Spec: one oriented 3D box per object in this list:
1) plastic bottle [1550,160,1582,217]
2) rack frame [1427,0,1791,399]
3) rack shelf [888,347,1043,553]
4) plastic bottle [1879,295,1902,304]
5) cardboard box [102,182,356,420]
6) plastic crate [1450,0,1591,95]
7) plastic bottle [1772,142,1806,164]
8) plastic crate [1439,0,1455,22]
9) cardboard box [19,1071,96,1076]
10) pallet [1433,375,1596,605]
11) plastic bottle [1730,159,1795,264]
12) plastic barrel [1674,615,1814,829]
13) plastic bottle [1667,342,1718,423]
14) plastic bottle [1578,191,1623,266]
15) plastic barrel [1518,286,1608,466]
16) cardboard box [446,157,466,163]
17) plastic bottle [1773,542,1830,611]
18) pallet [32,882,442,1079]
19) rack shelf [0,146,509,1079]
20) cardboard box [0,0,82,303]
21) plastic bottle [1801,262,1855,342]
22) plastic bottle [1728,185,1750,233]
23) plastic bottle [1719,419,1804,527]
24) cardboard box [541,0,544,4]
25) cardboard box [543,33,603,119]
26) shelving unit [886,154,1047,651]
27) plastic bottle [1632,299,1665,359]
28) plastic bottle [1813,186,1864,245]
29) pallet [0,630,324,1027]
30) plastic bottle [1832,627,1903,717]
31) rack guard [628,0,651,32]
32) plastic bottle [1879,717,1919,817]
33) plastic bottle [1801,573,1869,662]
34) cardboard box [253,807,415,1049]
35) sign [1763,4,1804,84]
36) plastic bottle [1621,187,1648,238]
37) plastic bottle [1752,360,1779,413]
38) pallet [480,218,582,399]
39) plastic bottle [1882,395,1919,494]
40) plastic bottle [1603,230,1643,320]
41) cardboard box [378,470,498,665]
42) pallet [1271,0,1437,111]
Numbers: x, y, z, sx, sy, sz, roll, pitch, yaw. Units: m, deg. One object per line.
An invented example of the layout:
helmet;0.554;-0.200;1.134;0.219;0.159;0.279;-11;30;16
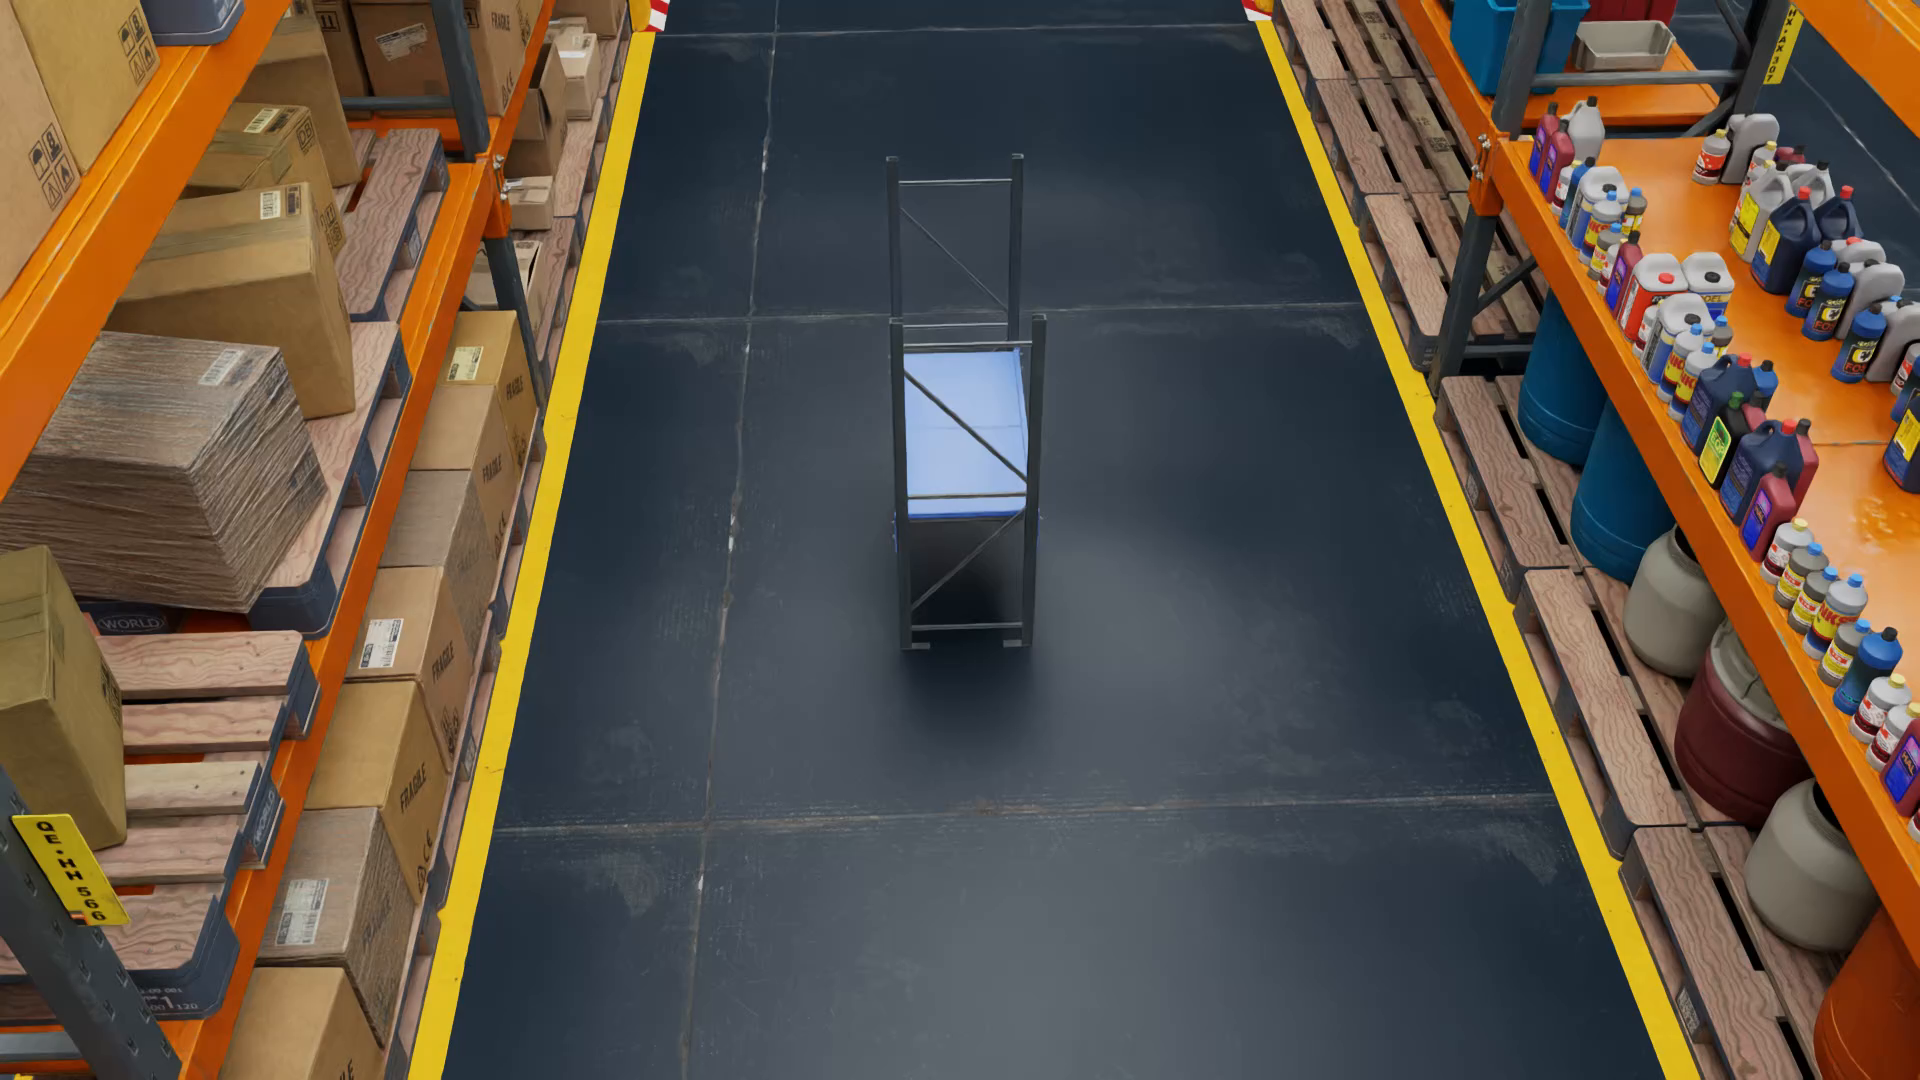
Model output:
plastic bottle;2.235;-1.293;6.087;0.097;0.201;0.097;0;43;0
rack frame;2.617;-1.793;6.486;1.000;3.000;0.127;-2;43;-2
rack shelf;0.004;-0.363;6.302;0.538;0.185;1.000;-2;43;-2
plastic bottle;3.031;-0.708;5.449;0.097;0.201;0.097;0;43;0
cardboard box;-2.196;-0.654;4.859;0.700;0.500;0.500;-12;44;-13
plastic crate;2.256;-2.115;6.804;0.392;0.384;0.575;-2;43;-2
plastic bottle;3.012;-1.338;6.077;0.061;0.283;0.133;-2;43;-2
plastic crate;2.301;-2.462;7.375;0.437;0.125;0.590;-2;43;-2
cardboard box;-2.437;1.182;4.765;0.500;0.500;0.500;0;43;0
pallet;2.608;-0.243;6.859;1.003;0.211;1.213;-2;43;-2
plastic bottle;2.839;-1.160;5.832;0.144;0.351;0.185;-2;43;-2
plastic barrel;2.701;0.549;5.405;0.600;0.588;0.708;-2;43;-2
plastic bottle;2.287;-0.496;5.166;0.097;0.271;0.097;0;43;0
plastic bottle;2.249;-1.096;5.821;0.097;0.271;0.097;0;43;0
plastic barrel;2.623;-0.807;6.652;0.600;0.901;0.708;-2;43;-2
cardboard box;-2.672;-1.707;8.057;0.500;0.311;0.500;-2;43;-2
plastic bottle;2.322;0.091;4.578;0.097;0.201;0.097;0;43;0
pallet;-2.156;1.570;4.881;1.003;0.211;1.213;-2;43;-2
rack shelf;-2.247;-0.038;5.104;1.077;0.370;4.000;-2;43;-2
cardboard box;-2.236;-0.733;3.036;0.910;0.500;0.500;-2;43;-2
plastic bottle;2.875;-0.795;5.492;0.097;0.271;0.097;0;43;0
plastic bottle;2.848;-1.200;5.986;0.097;0.201;0.097;0;43;0
plastic bottle;2.329;-0.216;4.802;0.144;0.351;0.185;-2;43;-2
cardboard box;-2.126;-2.726;7.430;0.500;0.500;0.500;-2;43;-2
cardboard box;-2.223;-2.500;8.967;0.500;0.250;0.500;-2;43;-2
shelving unit;0.004;-0.495;6.180;0.538;1.500;1.048;-2;43;-2
plastic bottle;2.273;-0.692;5.432;0.097;0.201;0.097;0;43;0
plastic bottle;2.990;-1.039;5.700;0.144;0.351;0.185;-2;43;-2
pallet;-2.261;0.662;3.950;1.213;0.211;1.003;-2;43;-2
plastic bottle;2.338;0.328;4.267;0.097;0.271;0.097;0;43;0
rack guard;-2.499;-3.381;10.069;1.175;0.500;0.348;-2;43;-2
plastic bottle;2.333;0.534;4.034;0.061;0.283;0.133;-2;43;-2
plastic bottle;2.330;0.197;4.411;0.097;0.271;0.097;0;43;0
cardboard box;-1.924;1.138;4.813;0.500;0.500;0.500;-3;43;-3
sign;3.166;-1.910;6.409;0.100;0.325;0.005;-2;43;-2
plastic bottle;2.395;-1.165;5.949;0.097;0.201;0.097;0;43;0
plastic bottle;2.435;-0.434;5.099;0.097;0.271;0.097;0;43;0
pallet;-2.361;-1.089;7.782;1.003;0.211;1.213;-2;43;-2
plastic bottle;2.883;-0.325;4.921;0.144;0.351;0.185;-2;43;-2
plastic bottle;2.244;-0.891;5.588;0.061;0.283;0.133;-2;43;-2
cardboard box;-1.992;0.103;5.942;0.500;0.500;0.500;-1;43;-1
pallet;2.443;-2.908;9.766;1.003;0.211;1.213;-2;43;-2
